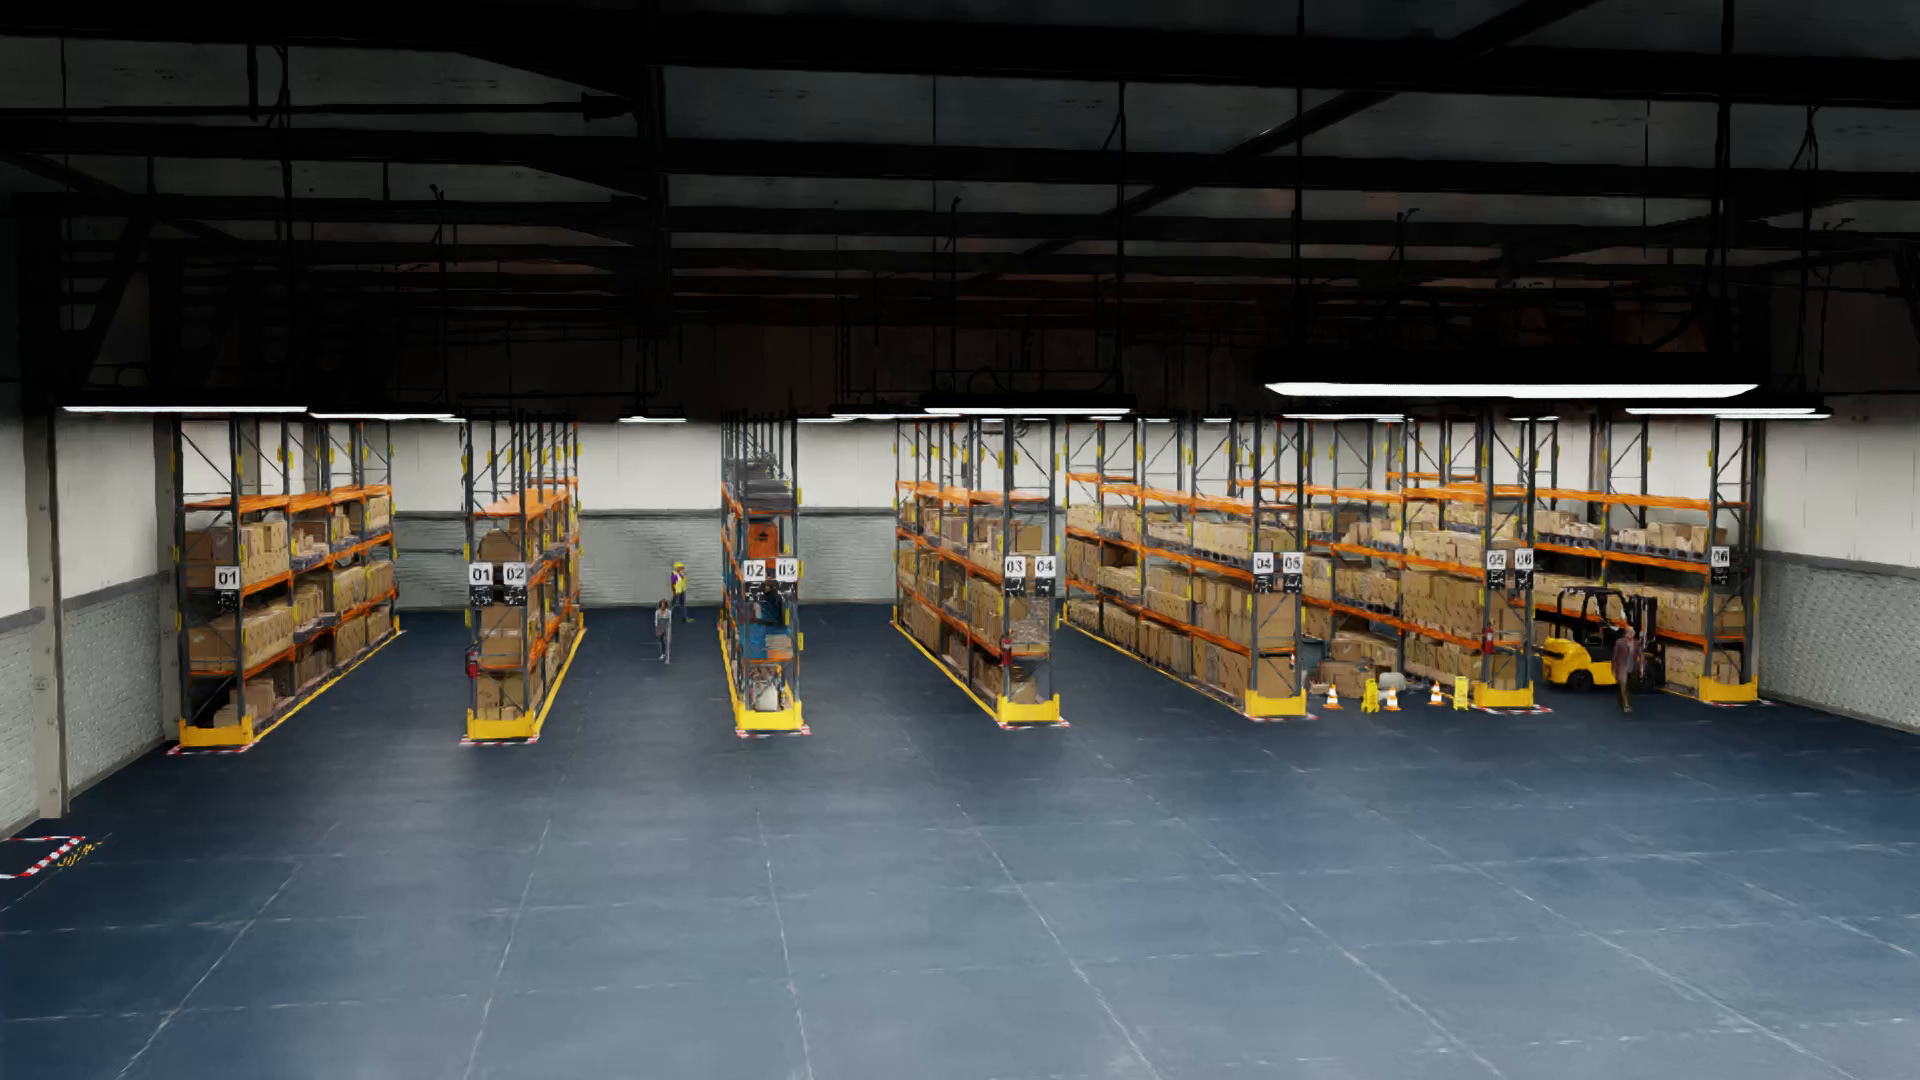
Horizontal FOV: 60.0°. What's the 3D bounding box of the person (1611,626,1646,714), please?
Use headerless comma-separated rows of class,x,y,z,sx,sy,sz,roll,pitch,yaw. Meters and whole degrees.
person,13.242,2.553,32.893,0.575,1.714,1.050,0,4,0

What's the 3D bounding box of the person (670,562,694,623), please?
person,-8.073,1.495,47.862,0.537,1.759,0.717,2,4,26

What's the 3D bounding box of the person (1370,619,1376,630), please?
person,11.333,1.645,46.343,0.555,1.664,0.585,1,4,14

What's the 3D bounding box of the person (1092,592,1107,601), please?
person,4.422,1.157,53.074,0.587,1.743,0.586,2,4,27

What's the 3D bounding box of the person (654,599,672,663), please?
person,-7.131,2.164,39.966,0.417,1.517,1.036,0,4,-7
